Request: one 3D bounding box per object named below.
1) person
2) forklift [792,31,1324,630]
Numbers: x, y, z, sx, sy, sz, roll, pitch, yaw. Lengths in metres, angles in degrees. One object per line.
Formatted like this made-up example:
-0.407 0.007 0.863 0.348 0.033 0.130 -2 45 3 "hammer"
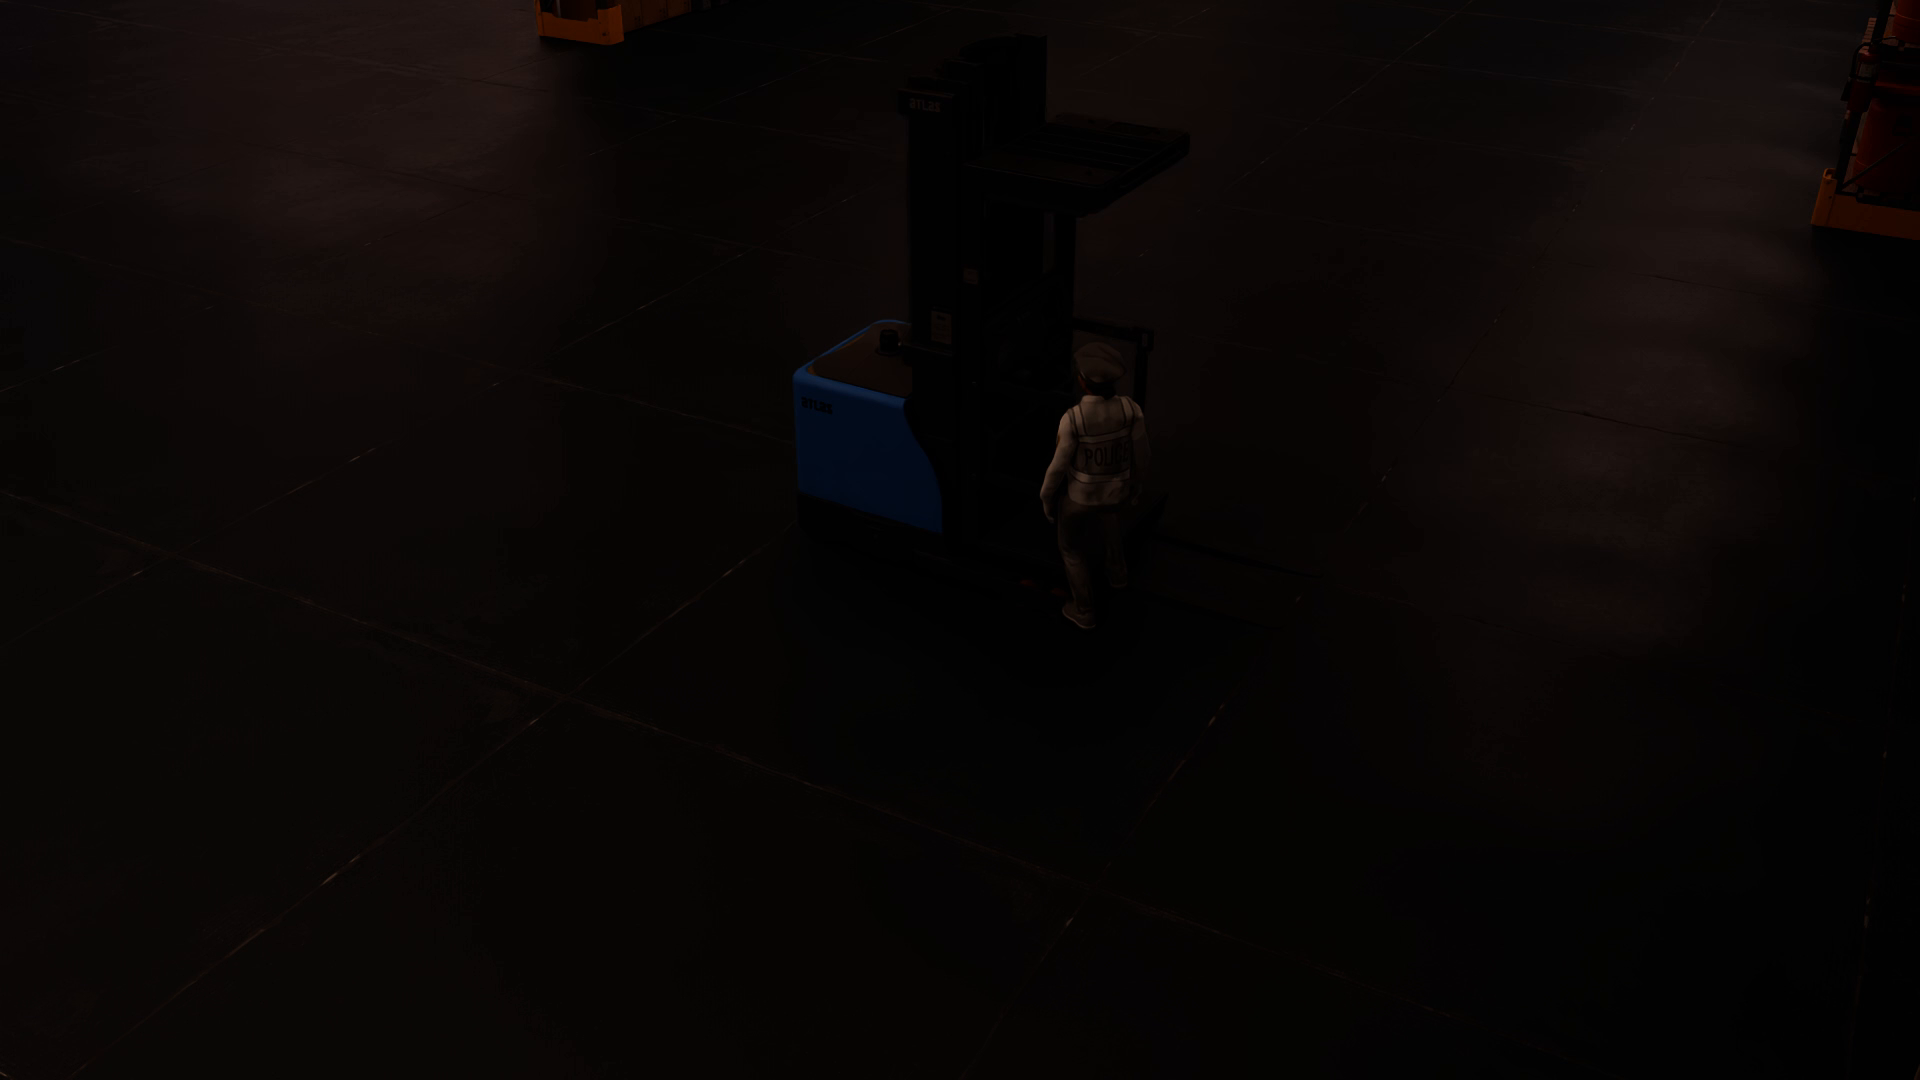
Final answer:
0.674 -0.296 8.707 0.588 1.661 0.552 -9 31 -15 "person"
0.550 -1.136 9.039 3.031 2.935 1.130 16 34 26 "forklift"
